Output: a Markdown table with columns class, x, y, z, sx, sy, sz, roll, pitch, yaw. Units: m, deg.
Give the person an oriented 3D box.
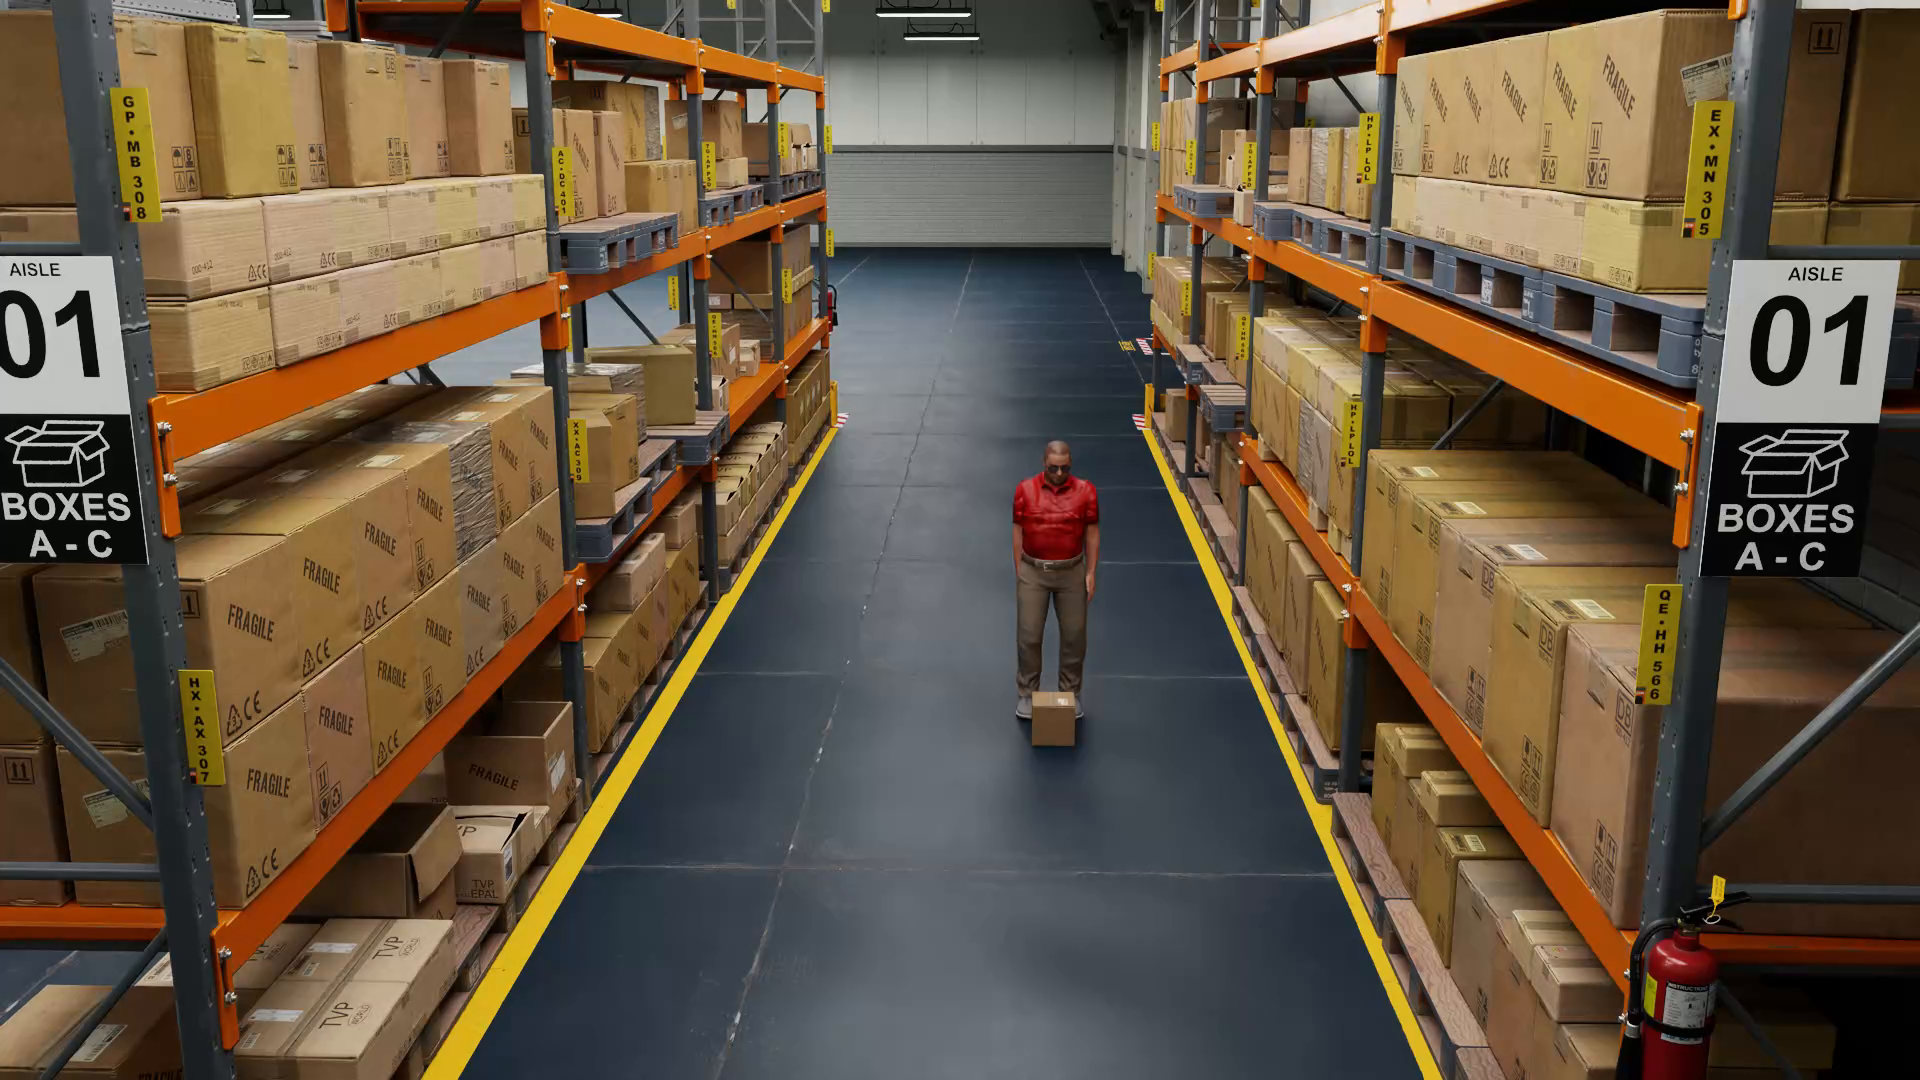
| class | x | y | z | sx | sy | sz | roll | pitch | yaw |
| --- | --- | --- | --- | --- | --- | --- | --- | --- | --- |
| person | 0.582 | 0.235 | 10.120 | 0.534 | 1.718 | 0.359 | 1 | 14 | 3 |
